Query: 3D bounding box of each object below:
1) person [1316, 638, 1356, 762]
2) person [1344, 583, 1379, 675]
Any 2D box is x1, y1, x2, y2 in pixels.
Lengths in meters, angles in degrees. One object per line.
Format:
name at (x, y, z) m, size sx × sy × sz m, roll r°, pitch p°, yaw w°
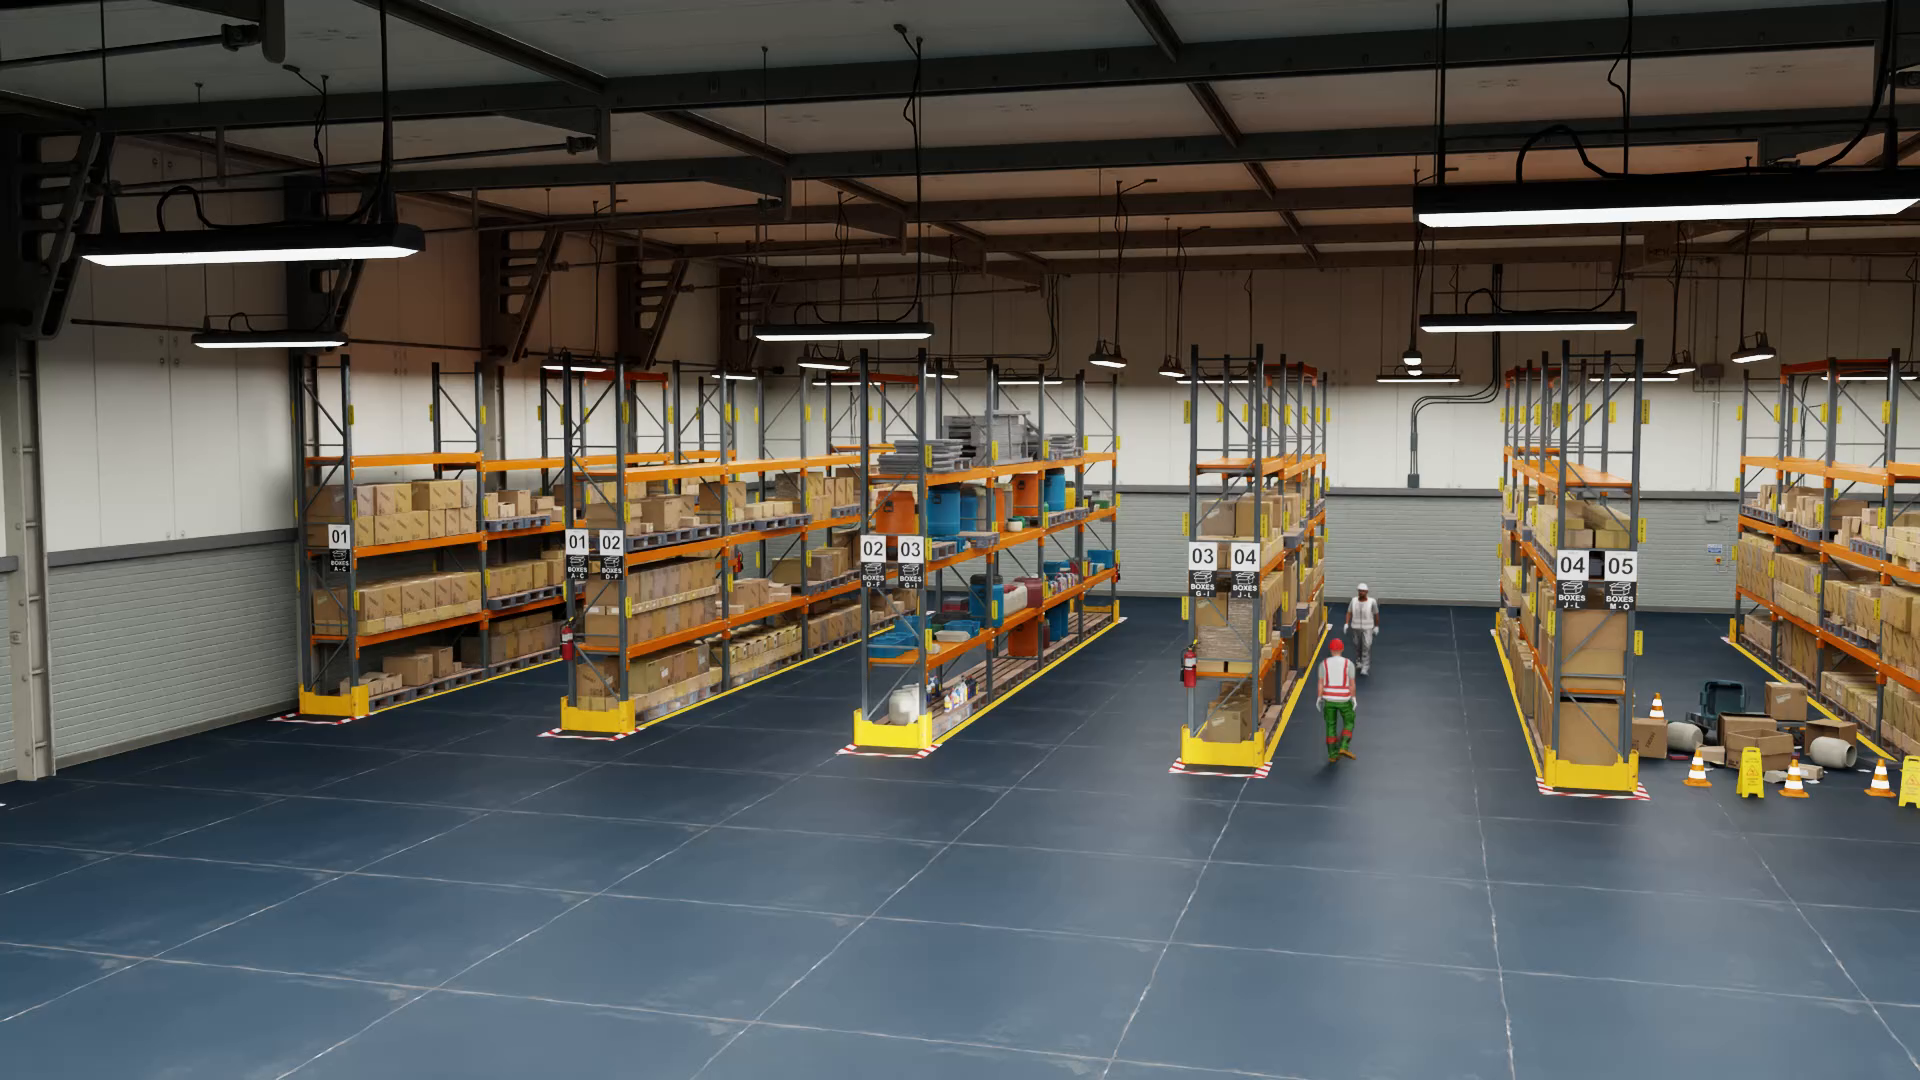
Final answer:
person at (5.435, 2.315, 24.001) m, size 0.577 × 1.793 × 0.479 m, roll 2°, pitch 5°, yaw 22°
person at (7.782, 1.702, 32.231) m, size 0.651 × 1.722 × 1.069 m, roll 1°, pitch 5°, yaw 18°
